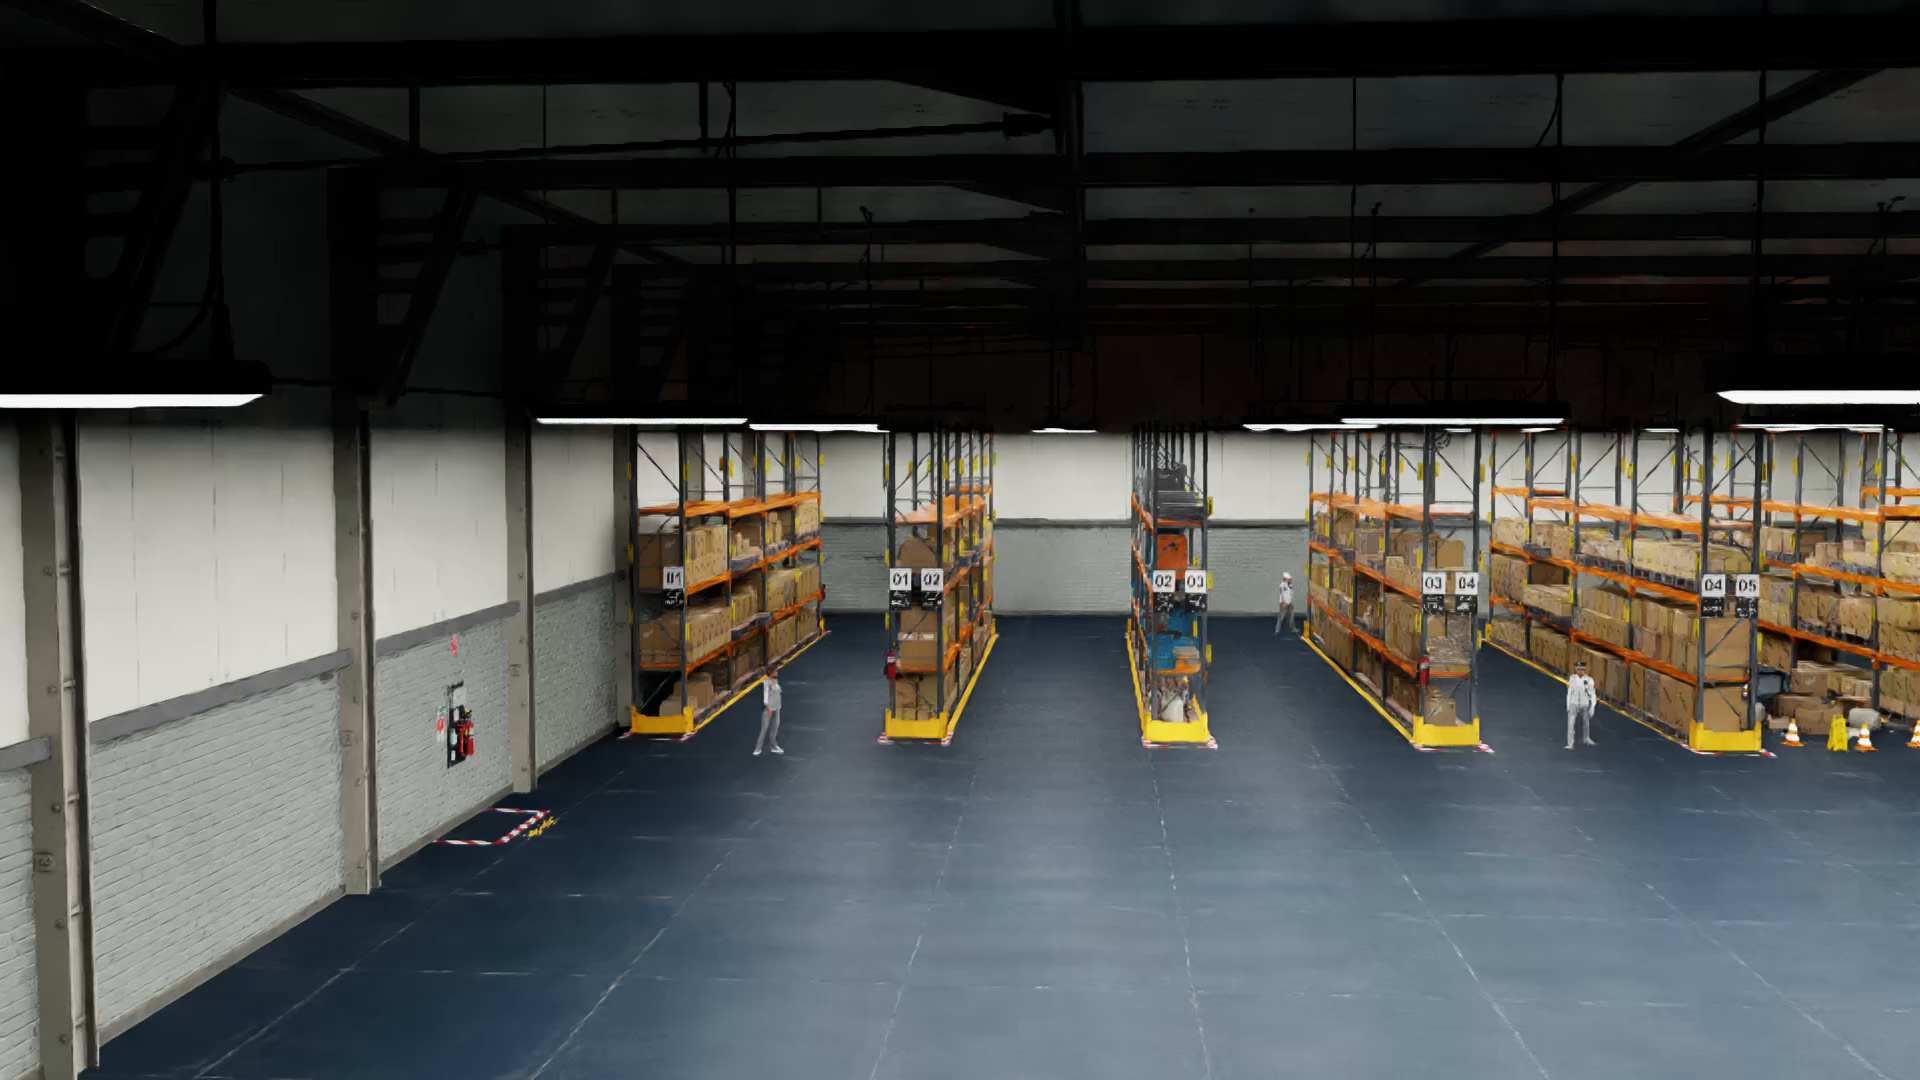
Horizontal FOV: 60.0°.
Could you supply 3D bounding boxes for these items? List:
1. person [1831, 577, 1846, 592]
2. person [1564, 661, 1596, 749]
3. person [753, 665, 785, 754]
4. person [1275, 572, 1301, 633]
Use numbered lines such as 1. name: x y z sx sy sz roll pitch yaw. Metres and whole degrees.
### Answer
1. person: 25.046 1.841 47.440 0.712 1.786 0.551 -2 4 -25
2. person: 11.323 2.993 30.321 0.520 1.621 0.943 2 4 27
3. person: -3.444 3.037 29.822 0.398 1.596 0.592 2 4 32
4. person: 9.446 1.795 47.981 0.561 1.761 0.737 3 5 41
